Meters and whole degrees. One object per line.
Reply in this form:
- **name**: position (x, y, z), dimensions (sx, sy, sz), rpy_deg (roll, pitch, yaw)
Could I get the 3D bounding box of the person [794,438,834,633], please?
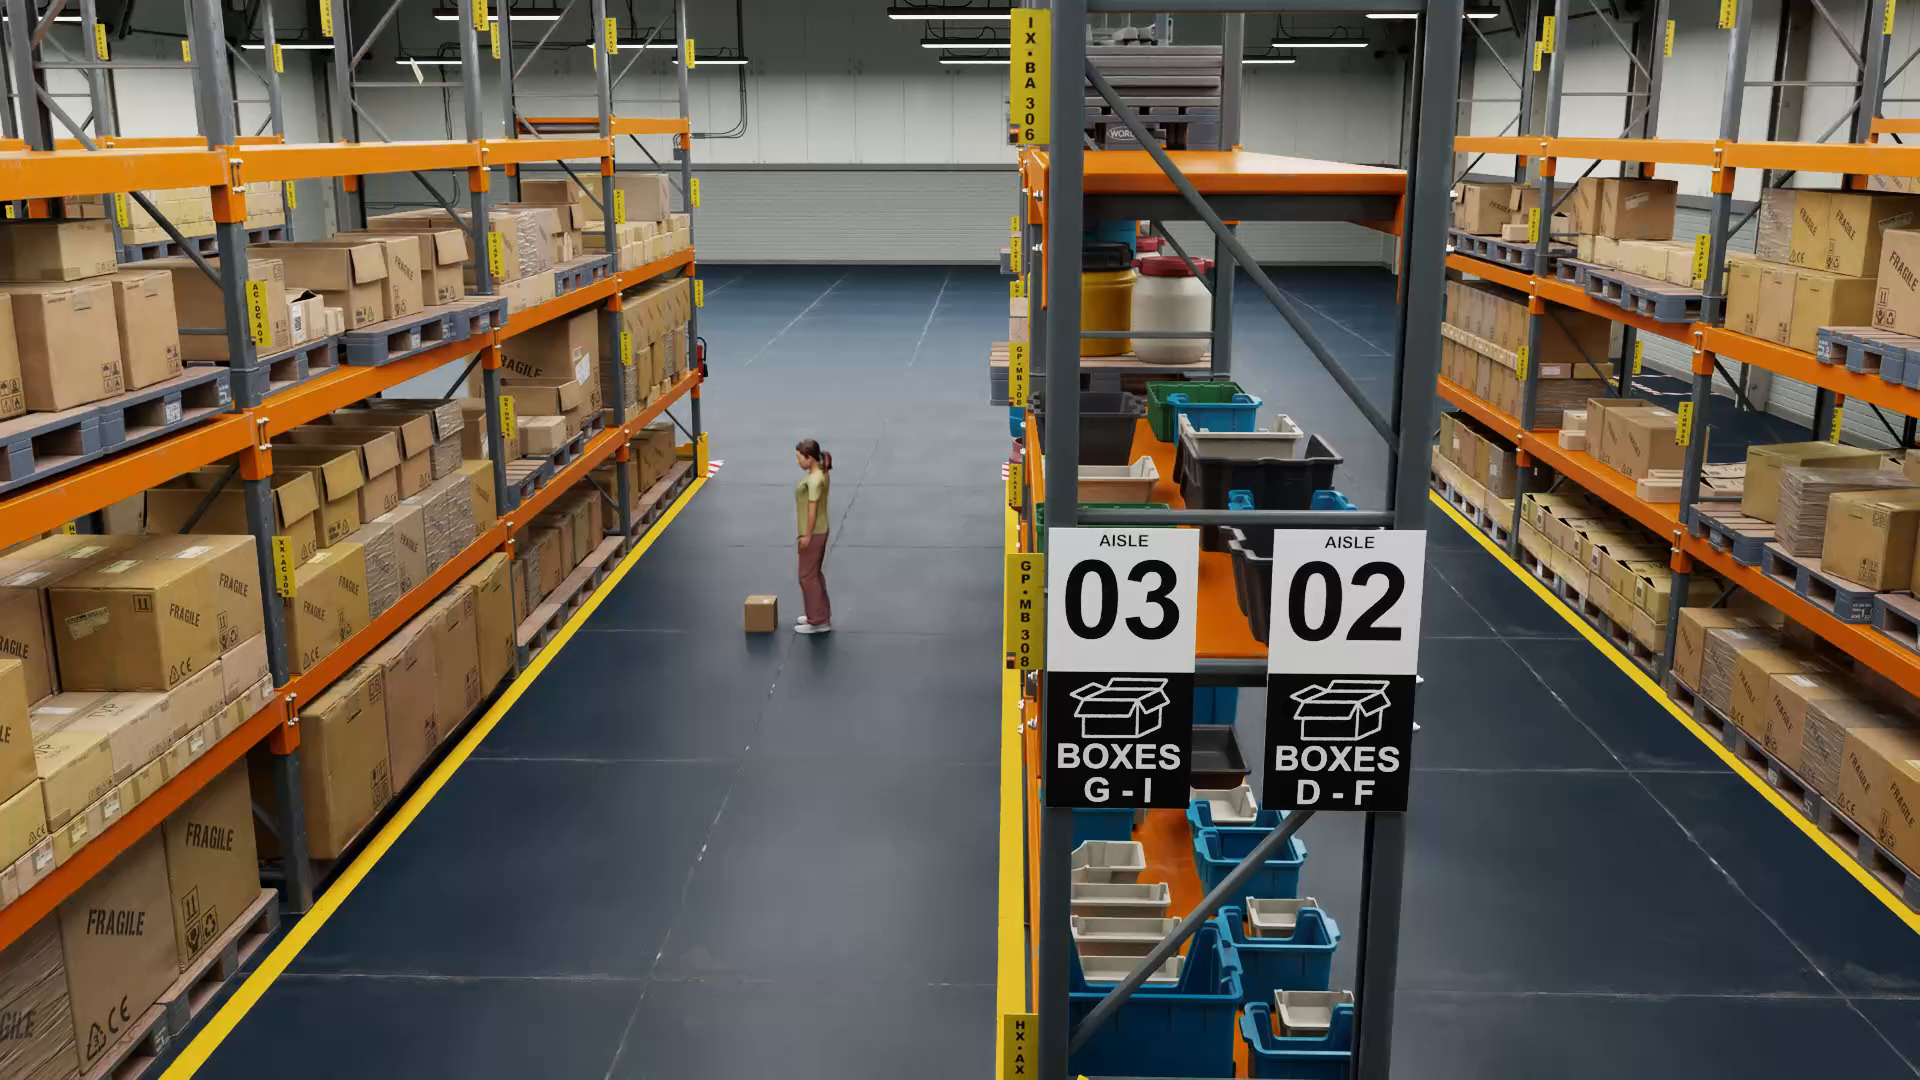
- **person**: position (-1.246, -0.042, 14.201), dimensions (0.363, 1.674, 0.447), rpy_deg (1, 14, 3)
